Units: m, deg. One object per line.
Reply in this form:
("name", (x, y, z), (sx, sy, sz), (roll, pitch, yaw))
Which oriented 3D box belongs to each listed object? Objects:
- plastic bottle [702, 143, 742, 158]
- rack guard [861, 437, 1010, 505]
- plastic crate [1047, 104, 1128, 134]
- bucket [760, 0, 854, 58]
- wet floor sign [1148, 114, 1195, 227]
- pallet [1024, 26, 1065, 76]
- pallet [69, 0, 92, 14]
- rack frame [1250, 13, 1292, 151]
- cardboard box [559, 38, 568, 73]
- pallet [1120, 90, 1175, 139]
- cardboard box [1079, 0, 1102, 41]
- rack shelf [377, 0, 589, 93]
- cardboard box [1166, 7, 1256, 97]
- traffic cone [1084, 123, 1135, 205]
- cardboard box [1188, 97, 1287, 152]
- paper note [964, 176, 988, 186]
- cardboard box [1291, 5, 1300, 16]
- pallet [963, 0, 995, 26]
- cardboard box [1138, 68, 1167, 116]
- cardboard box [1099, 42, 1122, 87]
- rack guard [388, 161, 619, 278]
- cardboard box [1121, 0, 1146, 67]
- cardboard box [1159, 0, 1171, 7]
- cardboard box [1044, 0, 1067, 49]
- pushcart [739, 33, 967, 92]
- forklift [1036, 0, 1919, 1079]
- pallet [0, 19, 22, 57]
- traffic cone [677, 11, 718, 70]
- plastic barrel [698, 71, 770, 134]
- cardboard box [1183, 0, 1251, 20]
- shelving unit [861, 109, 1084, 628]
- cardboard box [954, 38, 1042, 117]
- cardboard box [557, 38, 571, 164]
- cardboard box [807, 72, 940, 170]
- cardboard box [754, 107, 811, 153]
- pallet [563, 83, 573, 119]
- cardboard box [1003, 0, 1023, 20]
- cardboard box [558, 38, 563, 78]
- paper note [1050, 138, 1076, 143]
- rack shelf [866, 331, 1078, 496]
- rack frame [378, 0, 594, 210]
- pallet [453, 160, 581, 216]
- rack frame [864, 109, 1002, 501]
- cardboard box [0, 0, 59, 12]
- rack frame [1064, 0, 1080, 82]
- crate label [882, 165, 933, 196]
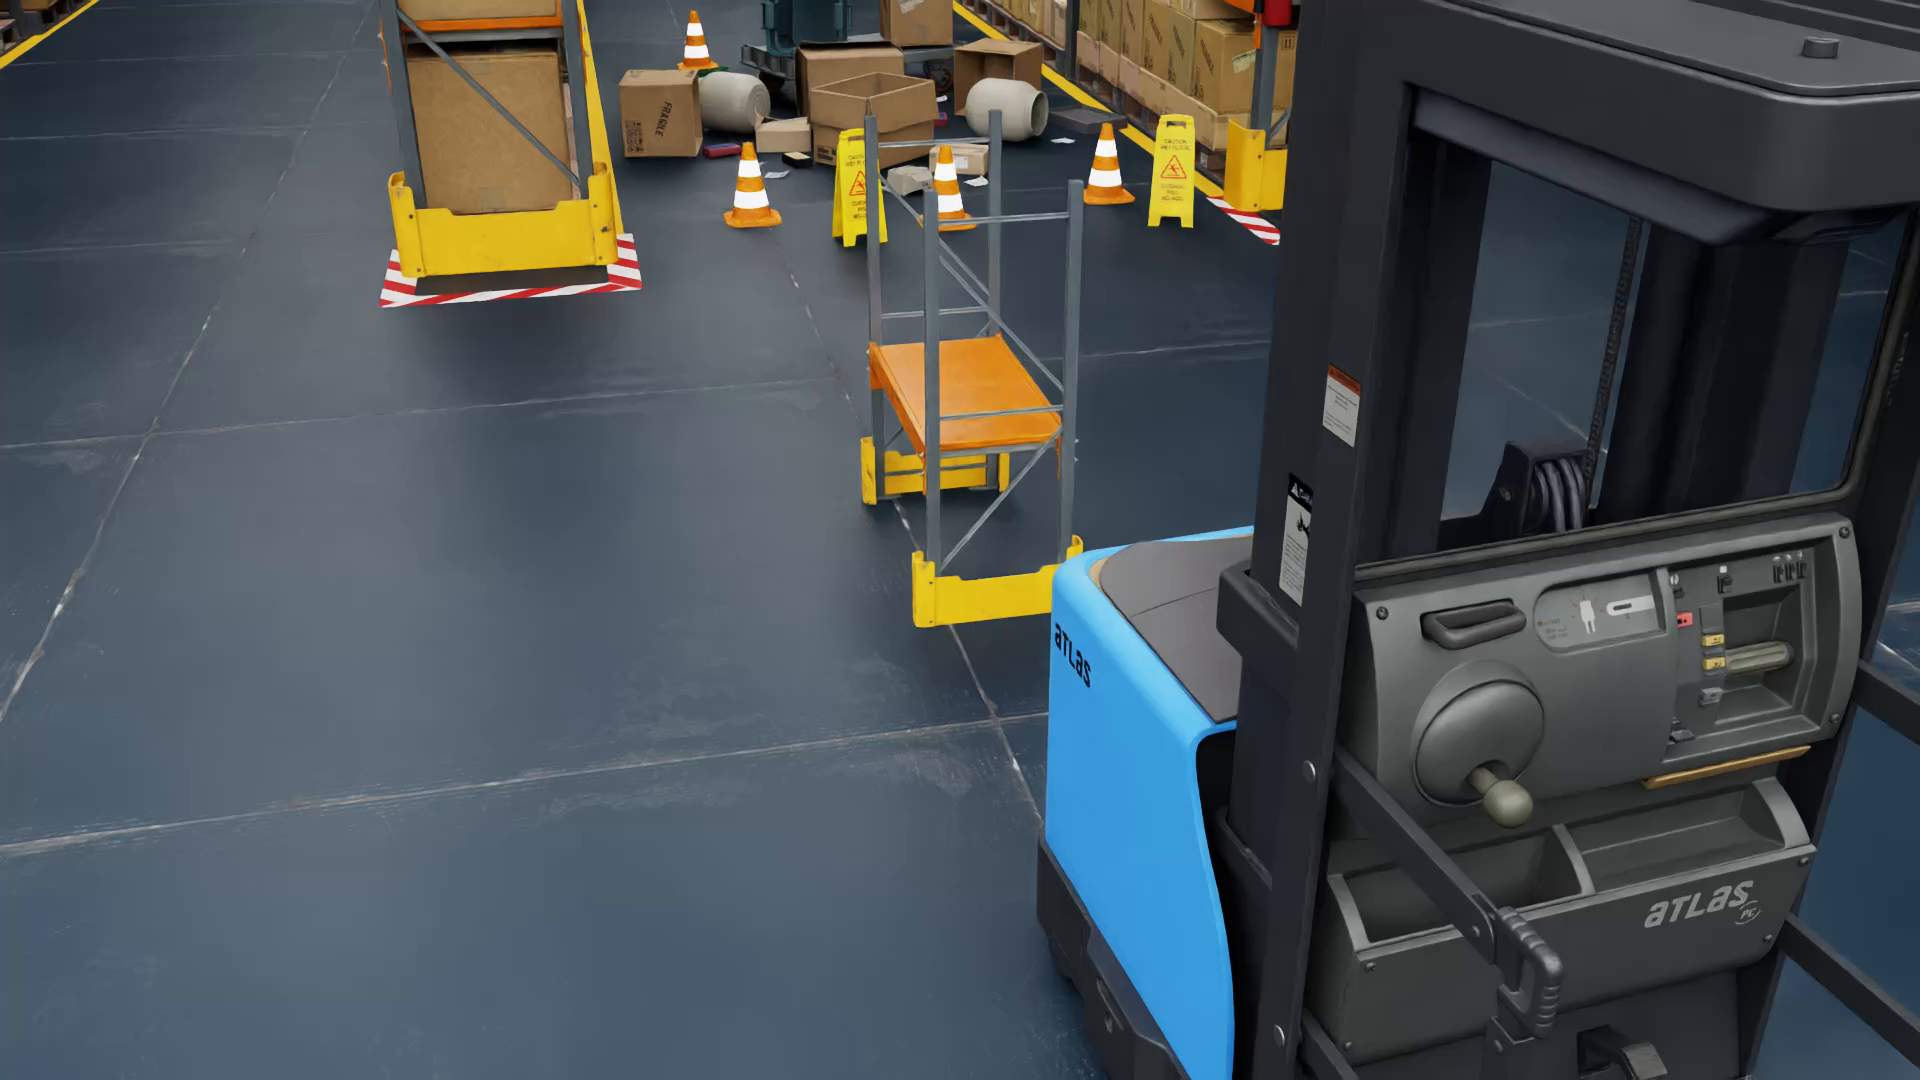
("plastic bottle", (-1.634, -2.711, 11.553), (0.283, 0.061, 0.133), (-16, 31, -29))
("rack guard", (-0.095, -0.297, 6.561), (0.587, 0.250, 0.087), (-6, 27, -12))
("plastic crate", (0.929, -3.139, 12.381), (0.402, 0.080, 0.583), (-16, 31, -29))
("bucket", (-1.149, -4.060, 12.911), (0.726, 0.611, 0.620), (3, 17, 6))
("wet floor sign", (1.275, -2.216, 9.925), (0.267, 0.644, 0.232), (3, 27, 6))
("pallet", (1.197, -4.312, 14.559), (1.003, 0.211, 1.213), (-6, 27, -12))
("pallet", (-9.559, -5.608, 17.127), (1.003, 0.211, 1.213), (-6, 27, -12))
("rack frame", (2.275, -3.459, 9.775), (1.000, 3.000, 0.127), (-6, 27, -12))
("cardboard box", (-3.654, -4.115, 13.104), (1.050, 0.750, 0.750), (-6, 27, -12))
("pallet", (1.838, -3.143, 12.242), (1.003, 0.211, 1.213), (-6, 27, -12))
("cardboard box", (1.244, -4.224, 13.042), (0.500, 0.500, 0.500), (-5, 27, -9))
("rack shelf", (-2.975, -3.469, 10.593), (1.077, 0.370, 4.000), (-6, 27, -12))
("cardboard box", (1.720, -3.308, 11.228), (0.500, 0.500, 0.500), (-5, 27, -10))
("traffic cone", (0.921, -2.385, 10.461), (0.336, 0.463, 0.334), (-6, 27, -12))
("cardboard box", (1.825, -2.757, 10.970), (0.500, 0.250, 0.500), (-6, 27, -12))
("paper note", (0.123, -2.347, 10.866), (0.148, 0.019, 0.142), (-16, 31, -29))
("cardboard box", (2.235, -3.376, 11.362), (0.500, 0.500, 0.500), (-7, 28, -14))
("pallet", (0.647, -5.383, 16.681), (1.003, 0.211, 1.213), (-6, 27, -12))
("cardboard box", (1.598, -3.204, 11.855), (0.500, 0.250, 0.500), (-7, 28, -13))
("cardboard box", (1.375, -3.656, 12.749), (0.500, 0.250, 0.500), (-4, 27, -9))
("rack guard", (-2.519, -1.786, 9.233), (1.175, 0.500, 0.348), (-6, 27, -12))
("cardboard box", (1.491, -3.762, 12.128), (0.500, 0.500, 0.500), (-5, 27, -9))
("cardboard box", (1.581, -3.750, 11.384), (0.380, 0.149, 0.250), (-5, 27, -9))
("cardboard box", (1.253, -4.460, 14.207), (0.950, 0.372, 0.625), (-6, 27, -11))
("pushcart", (-0.836, -3.791, 13.343), (1.648, 0.377, 0.936), (-16, 31, -29))
("forklift", (1.139, 0.245, 2.512), (1.130, 2.935, 3.031), (-8, 28, -16))
("pallet", (-9.008, -4.377, 14.688), (1.003, 0.211, 1.213), (-6, 27, -12))
("traffic cone", (-2.257, -4.278, 14.212), (0.336, 0.463, 0.334), (-6, 27, -12))
("plastic barrel", (-1.676, -3.176, 12.073), (0.512, 0.421, 0.421), (13, 30, 24))
("cardboard box", (1.692, -3.523, 10.935), (0.380, 0.149, 0.250), (-5, 27, -10))
("shelving unit", (0.017, -0.636, 5.846), (0.587, 1.500, 1.083), (-6, 27, -12))
("cardboard box", (0.289, -3.492, 12.611), (0.500, 0.500, 0.500), (13, 30, 24))
("cardboard box", (-2.942, -2.828, 10.417), (0.875, 0.875, 0.875), (-6, 27, -12))
("cardboard box", (-0.587, -2.859, 11.356), (0.637, 0.503, 0.797), (19, 32, 32))
("cardboard box", (-1.244, -2.880, 11.662), (0.396, 0.266, 0.258), (-1, 27, -3))
("pallet", (-3.331, -3.082, 12.121), (1.003, 0.211, 1.213), (-6, 27, -12))
("cardboard box", (0.929, -5.080, 15.436), (0.950, 0.372, 0.625), (-5, 27, -10))
("cardboard box", (-3.353, -3.624, 11.993), (0.875, 0.875, 0.875), (-6, 27, -11))
("paper note", (0.739, -2.857, 11.877), (0.142, 0.019, 0.148), (-16, 31, -29))
("rack shelf", (0.019, -0.472, 5.919), (0.538, 0.185, 1.000), (-6, 27, -12))
("rack frame", (-2.525, -2.912, 8.691), (1.000, 3.000, 0.127), (-6, 27, -12))
("pallet", (-2.781, -2.011, 9.999), (1.003, 0.211, 1.213), (-6, 27, -12))
("rack frame", (-0.095, -0.855, 6.280), (0.500, 1.500, 0.032), (-6, 27, -12))
("cardboard box", (-9.318, -5.509, 15.728), (1.225, 0.875, 0.875), (-7, 28, -14))
("rack frame", (1.374, -5.215, 13.254), (1.000, 3.000, 0.127), (-6, 27, -12))
("crate label", (-0.321, -2.316, 10.687), (0.250, 0.136, 0.298), (-23, 35, -38))
